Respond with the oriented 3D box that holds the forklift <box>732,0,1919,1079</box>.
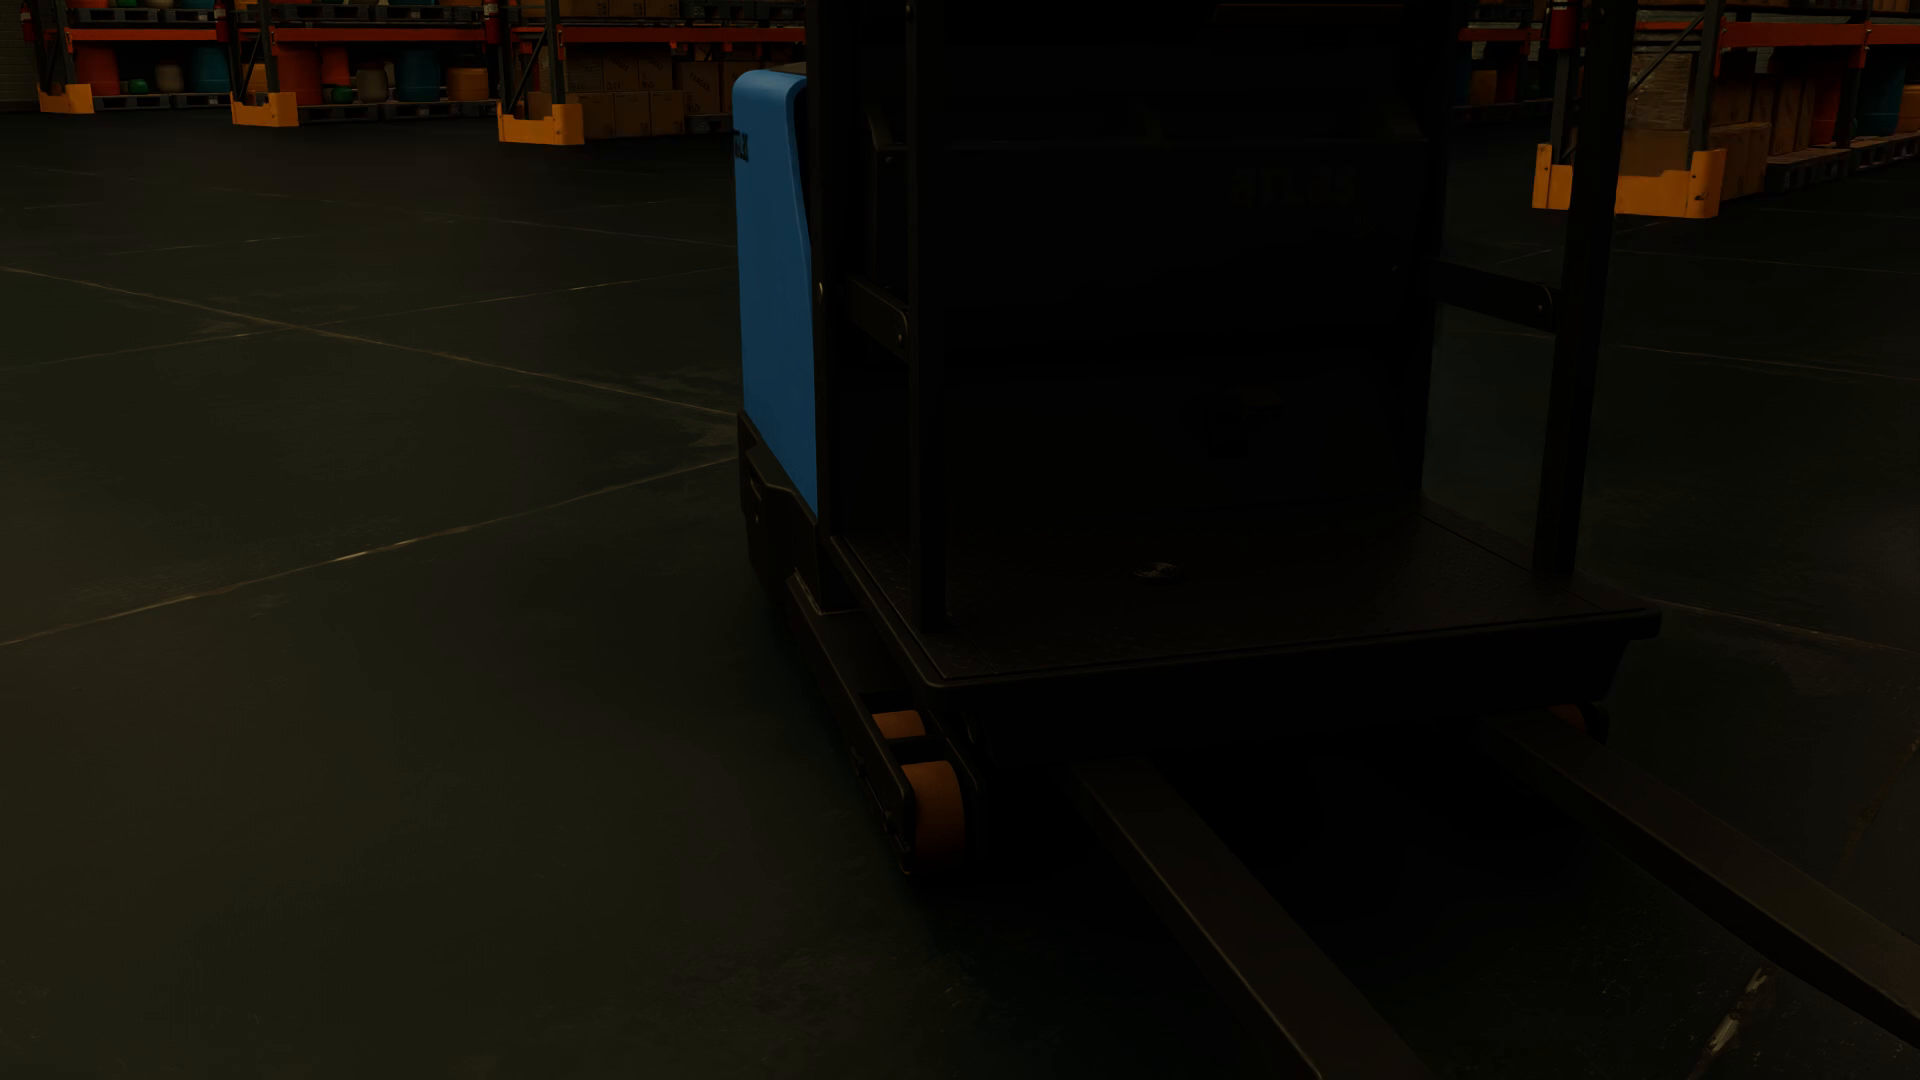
[{"bbox_3d":[0.362,-1.049,2.350,1.130,2.935,3.031,-5,17,-15],"label":"forklift"}]
